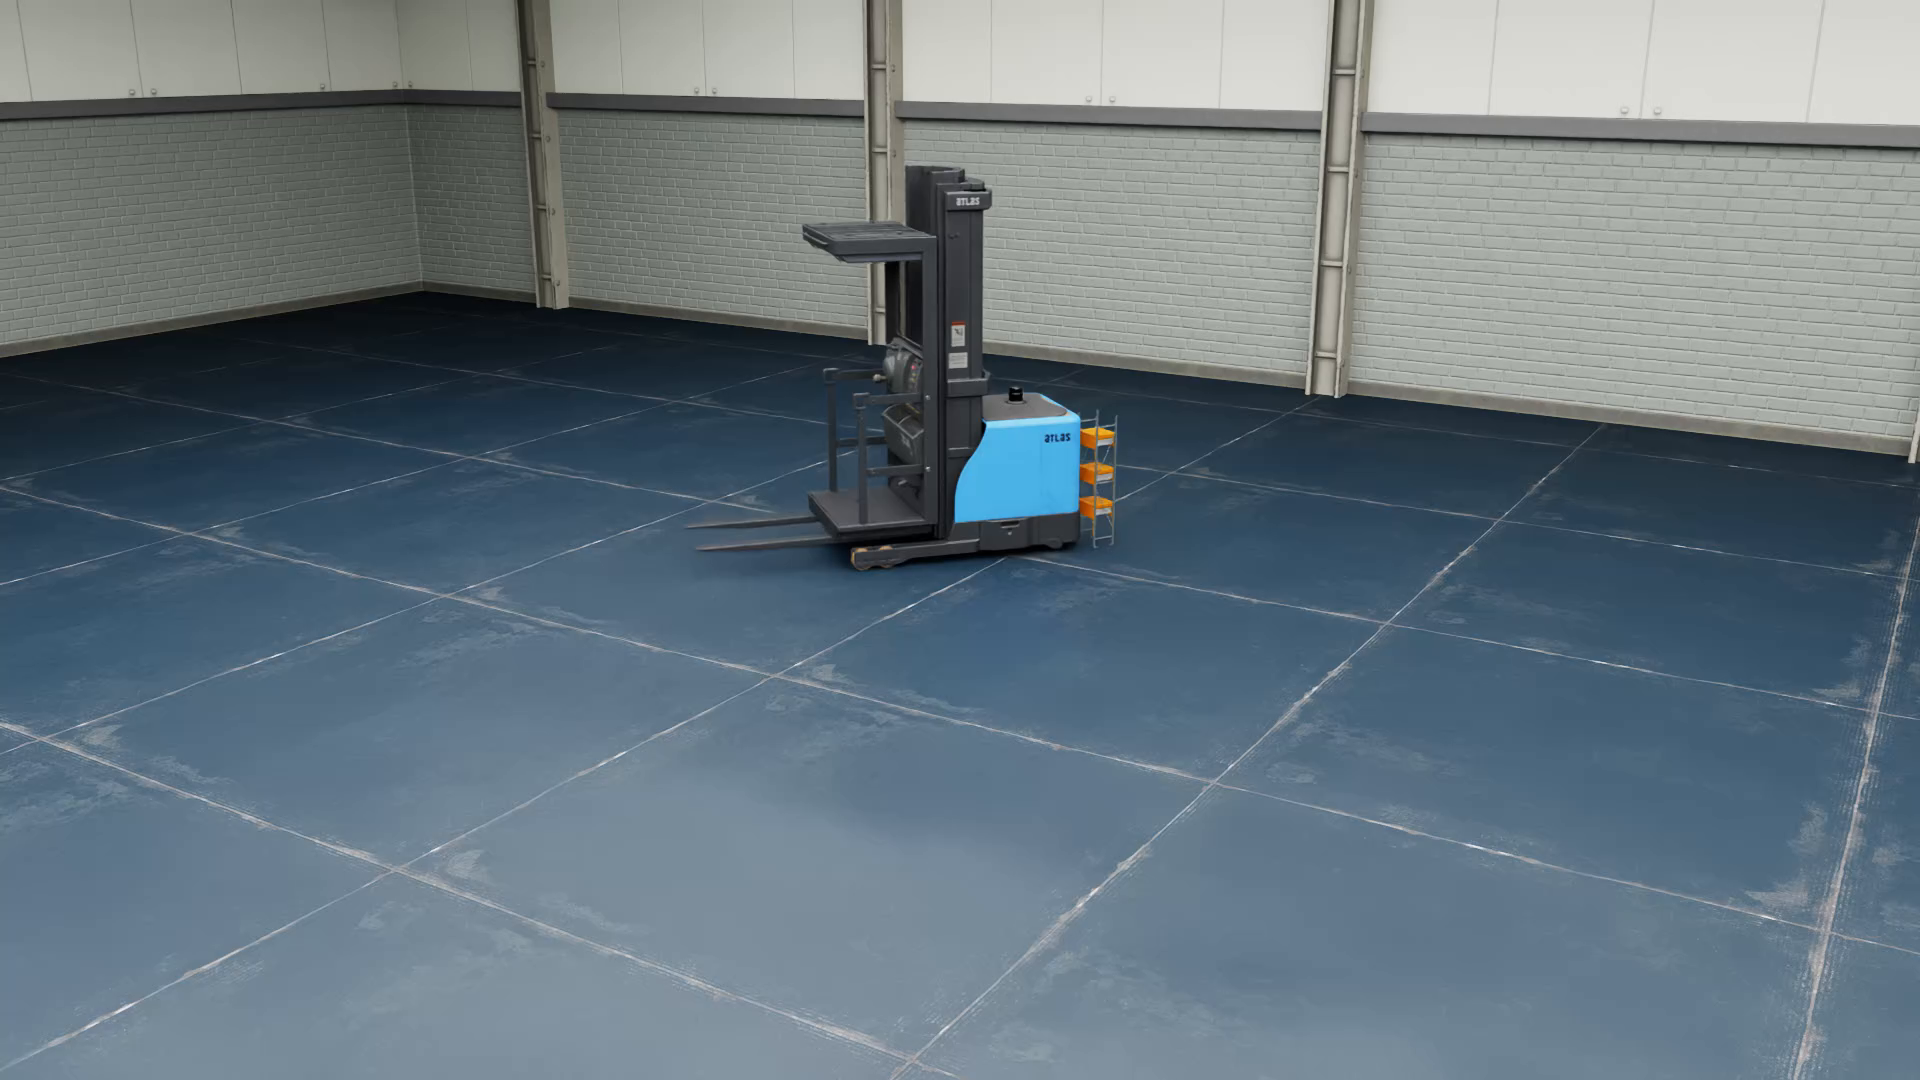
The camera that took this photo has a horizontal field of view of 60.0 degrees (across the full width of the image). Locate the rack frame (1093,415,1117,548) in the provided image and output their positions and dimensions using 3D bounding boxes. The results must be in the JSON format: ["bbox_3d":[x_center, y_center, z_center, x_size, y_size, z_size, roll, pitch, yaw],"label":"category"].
[{"bbox_3d":[1.140,-0.454,13.070,0.200,1.050,0.008,-10,20,-30],"label":"rack frame"}]

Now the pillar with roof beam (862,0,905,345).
[{"bbox_3d":[-3.215,-5.811,17.028,0.400,9.000,9.100,10,20,30],"label":"pillar with roof beam"}]

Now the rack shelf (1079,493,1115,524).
[{"bbox_3d":[1.075,-0.208,13.252,0.215,0.259,0.240,-10,20,-30],"label":"rack shelf"}]

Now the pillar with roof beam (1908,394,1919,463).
[{"bbox_3d":[7.011,-3.986,11.019,0.400,9.000,9.100,10,20,30],"label":"pillar with roof beam"}]

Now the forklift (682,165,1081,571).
[{"bbox_3d":[-0.624,-1.341,12.754,3.031,2.935,1.130,-5,18,-17],"label":"forklift"}]

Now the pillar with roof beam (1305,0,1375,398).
[{"bbox_3d":[1.898,-4.898,14.024,0.400,9.000,9.100,10,20,30],"label":"pillar with roof beam"}]

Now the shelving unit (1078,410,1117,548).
[{"bbox_3d":[1.076,-0.485,13.169,0.215,1.050,0.252,-10,20,-30],"label":"shelving unit"}]

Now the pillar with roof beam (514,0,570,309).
[{"bbox_3d":[-8.327,-6.724,20.033,0.400,9.000,9.100,10,20,30],"label":"pillar with roof beam"}]

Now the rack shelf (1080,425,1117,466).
[{"bbox_3d":[1.076,-0.746,13.090,0.215,0.259,0.240,-10,20,-30],"label":"rack shelf"}]

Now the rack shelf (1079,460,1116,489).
[{"bbox_3d":[1.076,-0.474,13.172,0.215,0.259,0.240,-10,20,-30],"label":"rack shelf"}]

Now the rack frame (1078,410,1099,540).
[{"bbox_3d":[1.012,-0.515,13.268,0.200,1.050,0.008,-10,20,-30],"label":"rack frame"}]
